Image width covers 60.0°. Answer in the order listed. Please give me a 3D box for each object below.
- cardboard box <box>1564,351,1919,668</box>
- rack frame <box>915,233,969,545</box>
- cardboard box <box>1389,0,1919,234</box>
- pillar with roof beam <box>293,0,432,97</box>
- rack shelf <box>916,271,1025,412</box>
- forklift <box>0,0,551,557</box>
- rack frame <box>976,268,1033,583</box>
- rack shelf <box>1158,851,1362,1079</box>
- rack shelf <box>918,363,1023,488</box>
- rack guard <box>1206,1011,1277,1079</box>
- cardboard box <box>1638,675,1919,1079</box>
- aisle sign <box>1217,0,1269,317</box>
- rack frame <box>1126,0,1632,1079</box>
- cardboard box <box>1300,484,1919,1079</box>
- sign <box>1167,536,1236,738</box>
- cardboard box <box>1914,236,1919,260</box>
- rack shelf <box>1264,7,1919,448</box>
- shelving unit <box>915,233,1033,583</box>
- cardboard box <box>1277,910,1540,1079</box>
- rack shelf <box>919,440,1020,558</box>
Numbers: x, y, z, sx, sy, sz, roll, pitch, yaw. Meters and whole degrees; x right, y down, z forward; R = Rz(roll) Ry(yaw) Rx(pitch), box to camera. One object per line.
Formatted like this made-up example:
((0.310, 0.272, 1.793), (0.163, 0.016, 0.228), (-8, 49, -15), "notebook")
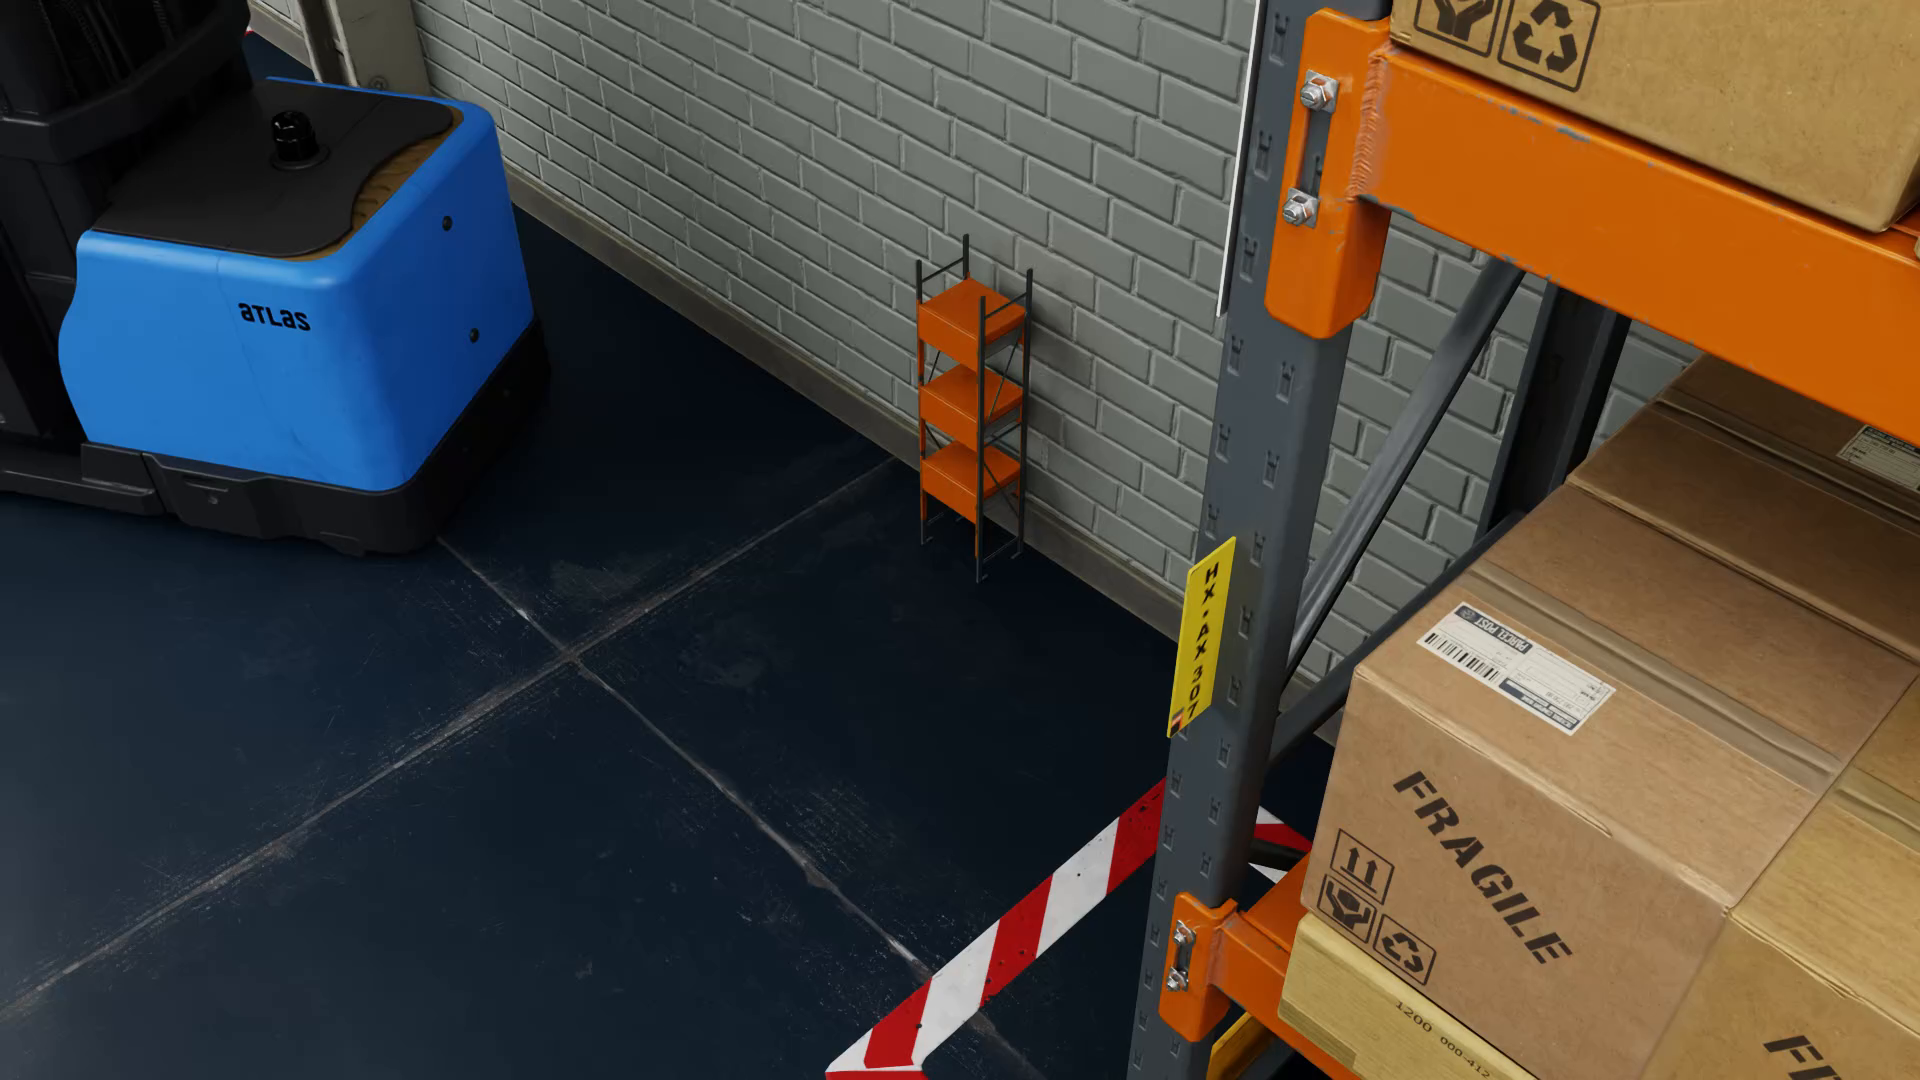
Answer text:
((1.195, 0.091, 2.485), (0.500, 0.500, 0.500), (34, 52, 31), "cardboard box")
((-0.048, -0.418, 4.929), (0.200, 1.050, 0.008), (-34, 53, -31), "rack frame")
((0.771, -0.671, 1.468), (0.500, 0.500, 0.500), (-33, 52, -30), "cardboard box")
((-5.467, -2.908, 1.766), (9.100, 9.000, 0.400), (-34, 53, -31), "pillar with roof beam")
((0.038, -0.561, 4.680), (0.215, 0.259, 0.240), (-34, 53, -31), "rack shelf")
((-2.996, -1.564, 4.783), (3.031, 2.935, 1.130), (10, 44, 10), "forklift")
((0.124, -0.301, 4.802), (0.200, 1.050, 0.008), (-34, 53, -31), "rack frame")
((2.124, 1.419, 2.034), (1.077, 0.370, 4.000), (-34, 53, -31), "rack shelf")
((0.038, -0.352, 4.873), (0.215, 0.259, 0.240), (-34, 53, -31), "rack shelf")
((0.766, 1.148, 3.639), (1.175, 0.500, 0.348), (-34, 53, -31), "rack guard")
((1.178, 0.582, 1.953), (0.500, 0.500, 0.500), (-34, 52, -31), "cardboard box")
((0.449, -0.652, 1.830), (0.394, 0.787, 0.004), (-34, 53, -31), "aisle sign")
((0.712, 0.194, 2.830), (1.000, 3.000, 0.127), (-34, 53, -31), "rack frame")
((0.836, 0.340, 2.216), (0.500, 0.500, 0.500), (-34, 53, -31), "cardboard box")
((0.328, 0.136, 2.255), (0.100, 0.325, 0.005), (-34, 53, -31), "sign")
((1.125, -0.396, 1.170), (0.500, 0.500, 0.500), (-31, 51, -29), "cardboard box")
((2.124, 0.317, 1.016), (1.077, 0.370, 4.000), (-34, 53, -31), "rack shelf")
((0.038, -0.360, 4.866), (0.215, 1.050, 0.252), (-34, 53, -31), "shelving unit")
((0.832, 0.628, 2.456), (0.500, 0.250, 0.500), (33, 52, 30), "cardboard box")
((0.038, -0.148, 5.062), (0.215, 0.259, 0.240), (-34, 53, -31), "rack shelf")
